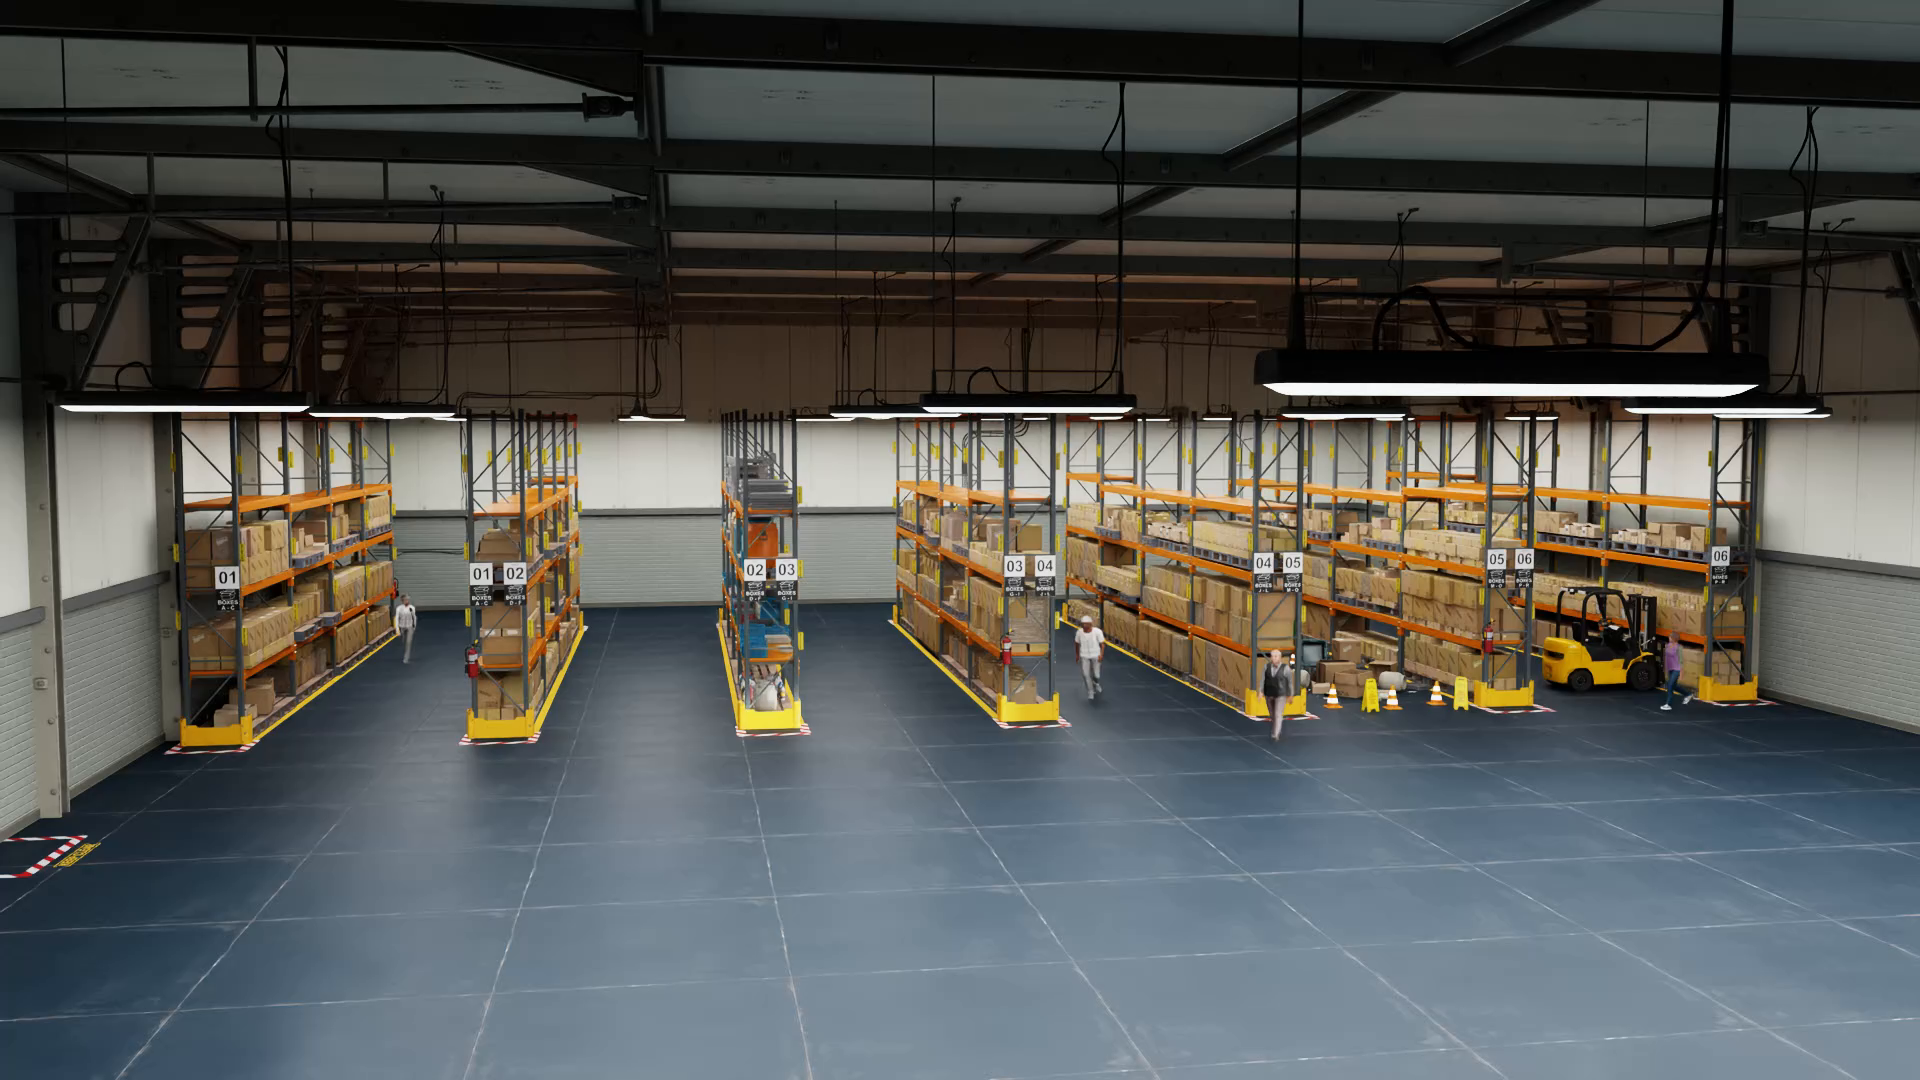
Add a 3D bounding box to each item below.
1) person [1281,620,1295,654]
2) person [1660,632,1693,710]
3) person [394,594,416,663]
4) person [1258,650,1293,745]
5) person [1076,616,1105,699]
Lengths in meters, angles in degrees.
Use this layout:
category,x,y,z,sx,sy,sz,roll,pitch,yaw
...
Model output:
category,x,y,z,sx,sy,sz,roll,pitch,yaw
person,8.233,1.948,41.274,0.520,1.782,0.535,-2,5,-28
person,14.370,2.602,33.323,0.819,1.564,0.430,-1,4,-15
person,-13.350,2.096,39.980,0.453,1.614,1.034,0,4,-6
person,5.608,2.795,29.729,0.565,1.660,1.050,3,5,34
person,2.722,2.435,34.808,0.625,1.732,0.633,1,4,10
